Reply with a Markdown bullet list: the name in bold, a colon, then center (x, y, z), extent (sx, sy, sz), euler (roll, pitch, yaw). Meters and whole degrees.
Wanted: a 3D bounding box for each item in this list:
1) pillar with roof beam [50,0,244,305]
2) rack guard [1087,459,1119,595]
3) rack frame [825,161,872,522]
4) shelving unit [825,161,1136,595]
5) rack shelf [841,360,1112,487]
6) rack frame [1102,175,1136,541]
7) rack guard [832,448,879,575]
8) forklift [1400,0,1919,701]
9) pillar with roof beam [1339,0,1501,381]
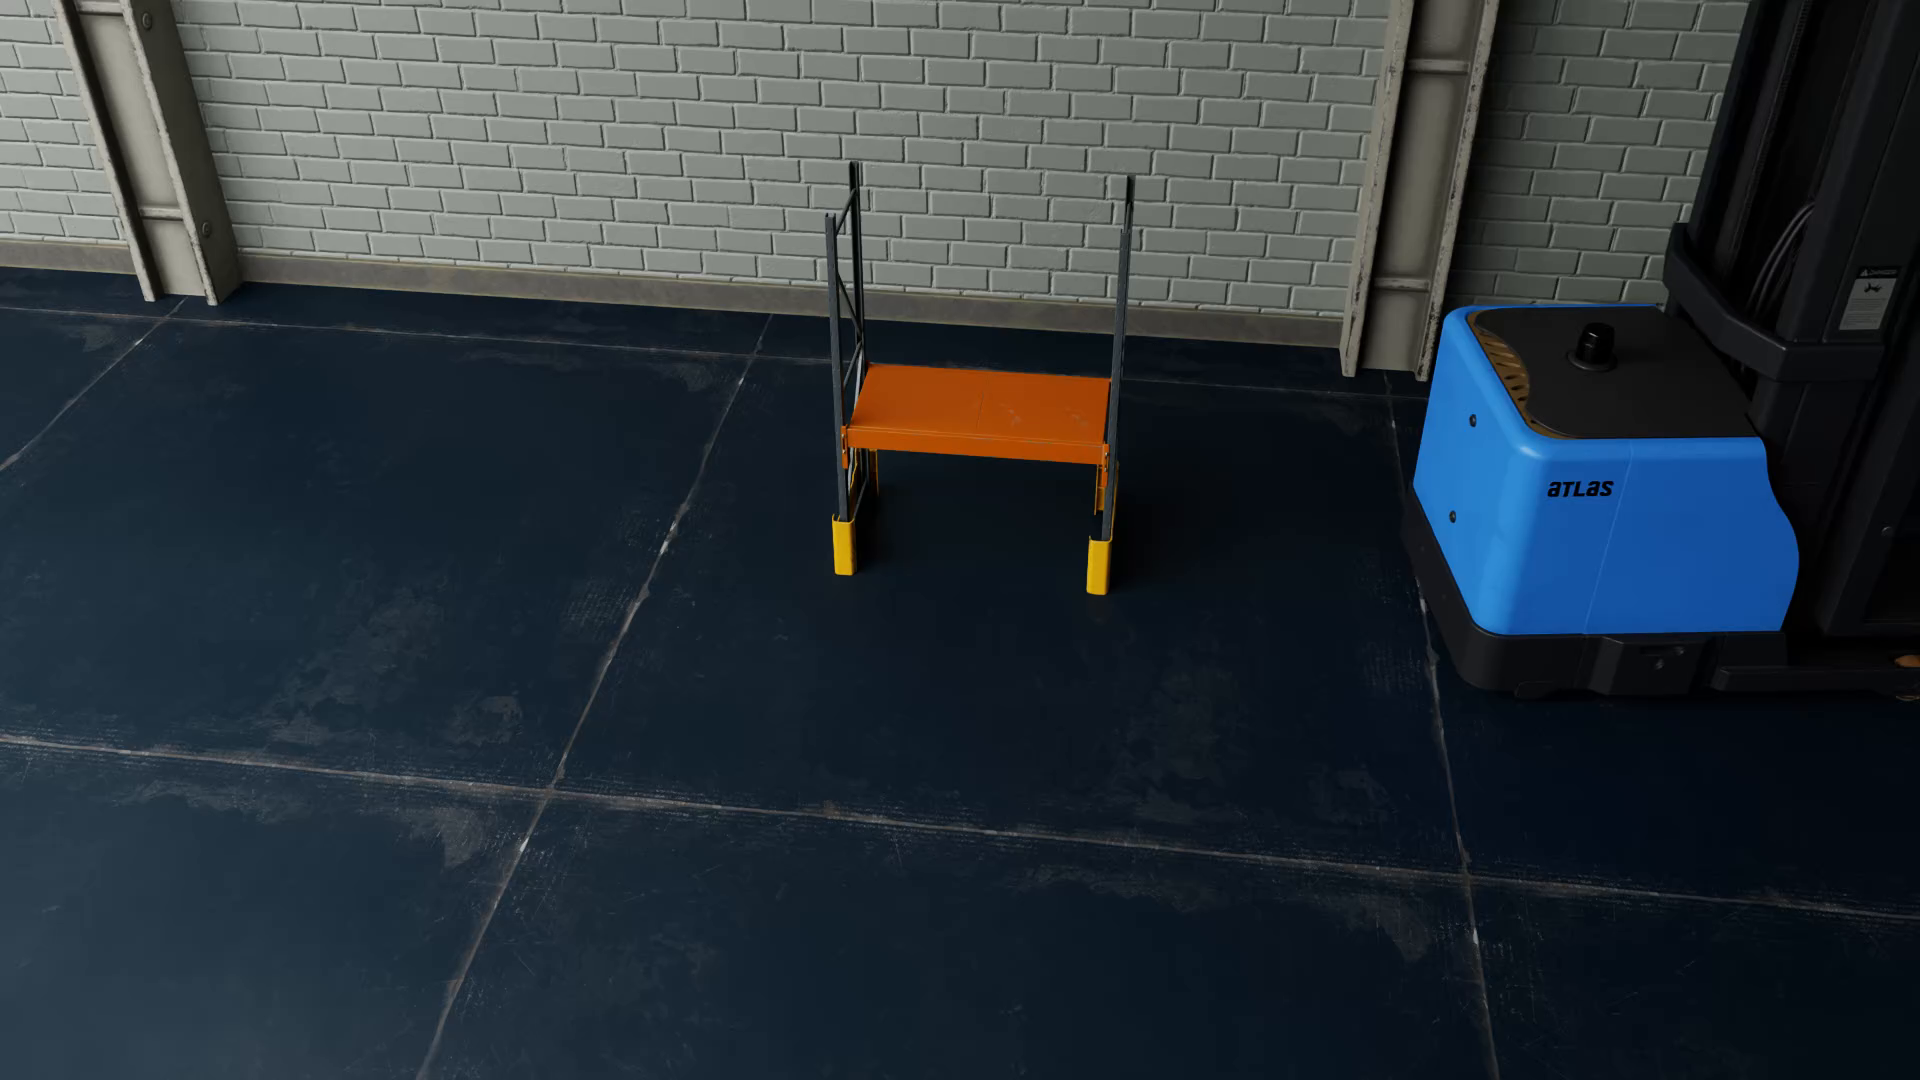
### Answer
- **pillar with roof beam**: center (-4.479, -2.473, 2.468), extent (0.400, 9.000, 9.100), euler (4, 36, 6)
- **rack guard**: center (0.570, -0.059, 6.618), extent (0.087, 0.250, 0.587), euler (4, 36, 6)
- **rack frame**: center (-0.420, -0.642, 6.358), extent (0.032, 1.500, 0.500), euler (4, 36, 6)
- **shelving unit**: center (0.076, -0.605, 6.306), extent (1.083, 1.500, 0.587), euler (4, 36, 6)
- **rack shelf**: center (0.085, -0.458, 6.410), extent (1.000, 0.185, 0.538), euler (4, 36, 6)
- **rack frame**: center (0.589, -0.567, 6.253), extent (0.032, 1.500, 0.500), euler (4, 36, 6)
- **rack guard**: center (-0.418, -0.133, 6.721), extent (0.087, 0.250, 0.587), euler (4, 36, 6)
- **forklift**: center (3.286, -0.928, 5.527), extent (3.031, 2.935, 1.130), euler (-1, 36, -1)
- **pillar with roof beam**: center (1.472, -2.029, 1.846), extent (0.400, 9.000, 9.100), euler (4, 36, 6)
